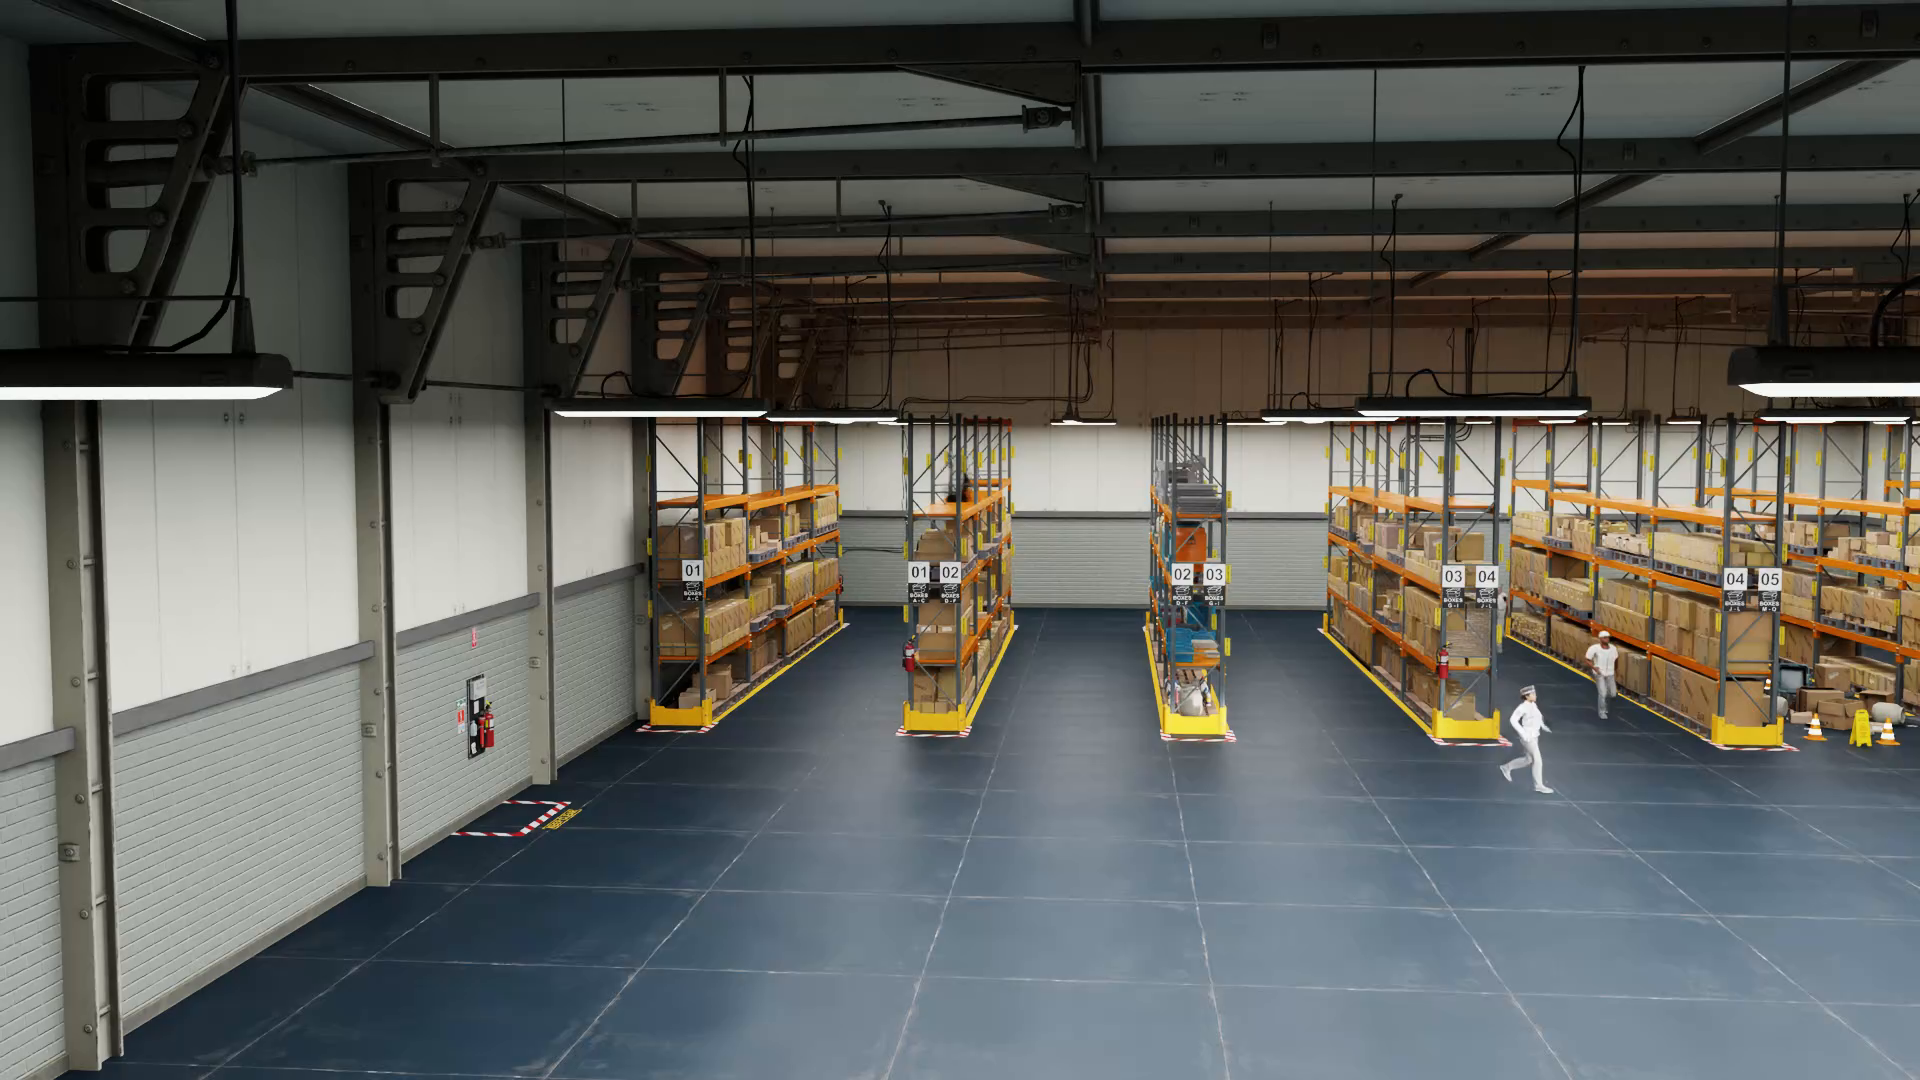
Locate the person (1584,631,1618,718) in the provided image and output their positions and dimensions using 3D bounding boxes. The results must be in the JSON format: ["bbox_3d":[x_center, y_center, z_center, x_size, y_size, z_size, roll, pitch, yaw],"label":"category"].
[{"bbox_3d":[12.686,2.649,32.829,0.706,1.726,0.575,0,4,-3],"label":"person"}]

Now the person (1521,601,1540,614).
[{"bbox_3d":[16.280,1.679,47.270,0.930,1.700,0.690,0,4,5],"label":"person"}]

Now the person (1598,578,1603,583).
[{"bbox_3d":[16.966,1.883,44.066,0.705,1.742,0.831,0,4,6],"label":"person"}]

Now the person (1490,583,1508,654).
[{"bbox_3d":[13.761,1.972,42.686,0.685,1.798,1.032,0,4,0],"label":"person"}]

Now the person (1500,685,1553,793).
[{"bbox_3d":[8.939,3.110,26.213,0.857,1.671,0.642,3,5,39],"label":"person"}]
